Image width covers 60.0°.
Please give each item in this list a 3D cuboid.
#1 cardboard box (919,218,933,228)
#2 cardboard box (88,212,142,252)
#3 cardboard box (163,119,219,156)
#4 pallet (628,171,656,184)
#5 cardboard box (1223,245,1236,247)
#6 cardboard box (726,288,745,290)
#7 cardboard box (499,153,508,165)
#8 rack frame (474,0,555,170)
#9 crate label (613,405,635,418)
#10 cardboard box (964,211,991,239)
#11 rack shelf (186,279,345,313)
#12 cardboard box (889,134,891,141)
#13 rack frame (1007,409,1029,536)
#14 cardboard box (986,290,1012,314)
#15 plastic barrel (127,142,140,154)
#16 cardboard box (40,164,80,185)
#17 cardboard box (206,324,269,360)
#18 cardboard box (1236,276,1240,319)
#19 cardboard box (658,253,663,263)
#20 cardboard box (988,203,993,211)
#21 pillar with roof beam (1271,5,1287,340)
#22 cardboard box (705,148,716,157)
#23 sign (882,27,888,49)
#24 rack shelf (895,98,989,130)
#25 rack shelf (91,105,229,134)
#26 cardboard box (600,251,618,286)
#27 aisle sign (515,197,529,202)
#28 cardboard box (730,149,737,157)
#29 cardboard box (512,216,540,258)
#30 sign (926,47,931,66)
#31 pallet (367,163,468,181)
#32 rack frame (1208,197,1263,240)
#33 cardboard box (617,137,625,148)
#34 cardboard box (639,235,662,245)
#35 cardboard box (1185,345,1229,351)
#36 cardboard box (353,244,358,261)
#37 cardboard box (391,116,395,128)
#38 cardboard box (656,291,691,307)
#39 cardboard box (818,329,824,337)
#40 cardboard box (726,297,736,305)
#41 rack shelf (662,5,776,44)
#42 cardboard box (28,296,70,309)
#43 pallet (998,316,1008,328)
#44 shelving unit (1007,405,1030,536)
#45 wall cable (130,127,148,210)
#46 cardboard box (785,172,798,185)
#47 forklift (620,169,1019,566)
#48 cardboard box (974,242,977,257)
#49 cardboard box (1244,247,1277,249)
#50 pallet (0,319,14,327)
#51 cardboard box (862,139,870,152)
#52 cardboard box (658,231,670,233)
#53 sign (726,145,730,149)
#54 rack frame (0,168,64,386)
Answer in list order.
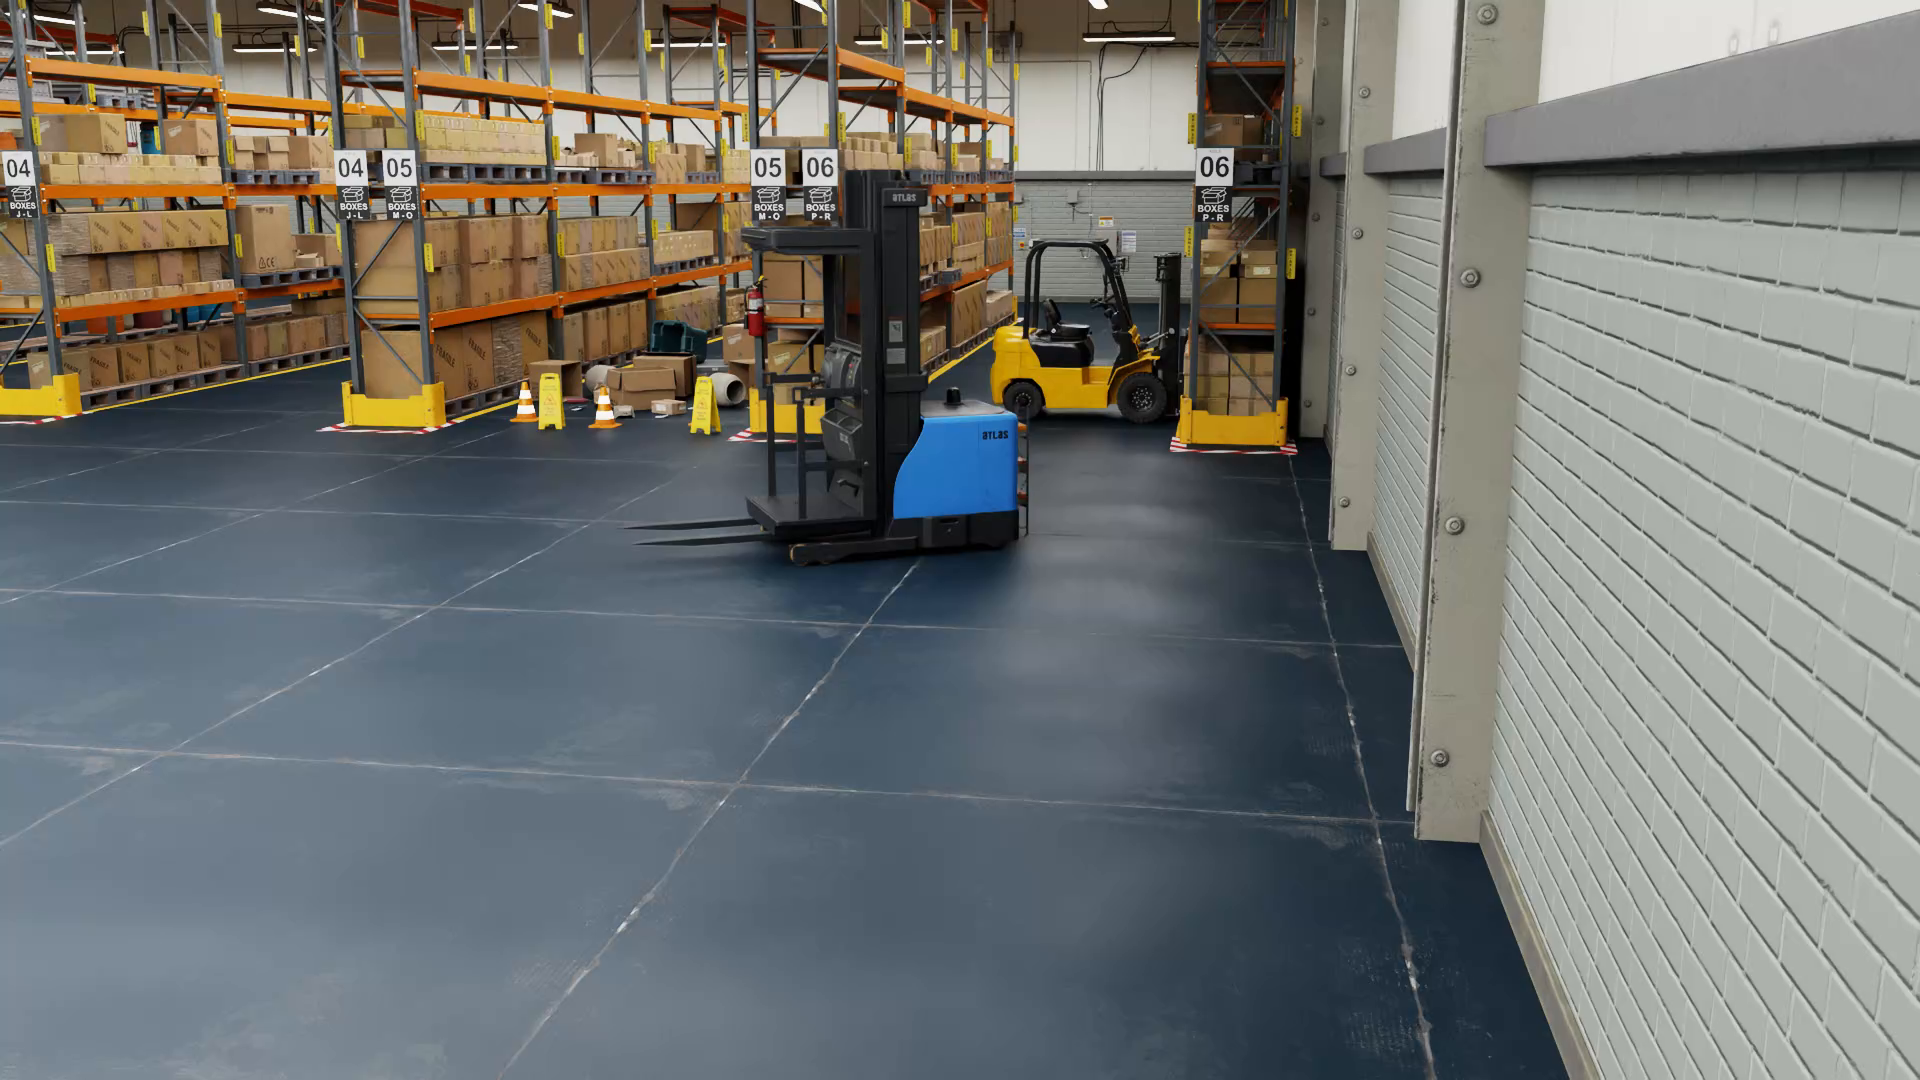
[{"bbox_3d":[-0.602,-4.755,24.955,0.380,0.149,0.250,1,12,6],"label":"cardboard box"},{"bbox_3d":[-11.138,-4.040,21.803,0.500,0.500,0.500,2,12,9],"label":"cardboard box"},{"bbox_3d":[-10.853,-5.679,23.475,0.500,0.500,0.500,2,12,7],"label":"cardboard box"},{"bbox_3d":[-5.582,-5.765,26.453,1.213,0.211,1.003,2,12,11],"label":"pallet"},{"bbox_3d":[3.123,-3.474,20.012,0.380,0.149,0.250,2,12,9],"label":"cardboard box"},{"bbox_3d":[-4.721,-5.197,34.845,0.380,0.149,0.250,1,12,6],"label":"cardboard box"},{"bbox_3d":[-6.085,-4.941,21.540,0.380,0.149,0.250,2,12,8],"label":"cardboard box"},{"bbox_3d":[-6.151,-6.627,22.883,1.000,3.000,0.127,2,12,9],"label":"rack frame"},{"bbox_3d":[-4.157,-1.585,20.523,0.250,0.136,0.298,-5,13,-21],"label":"crate label"},{"bbox_3d":[0.299,-5.849,30.904,0.500,0.500,0.500,2,12,9],"label":"cardboard box"},{"bbox_3d":[-10.728,-3.941,26.366,1.077,0.370,4.000,2,12,9],"label":"rack shelf"},{"bbox_3d":[-1.146,-5.736,24.040,0.500,0.250,0.500,2,12,10],"label":"cardboard box"},{"bbox_3d":[0.464,-0.541,13.512,0.200,1.050,0.008,-4,13,-20],"label":"rack frame"},{"bbox_3d":[0.599,-4.865,34.033,0.875,0.438,0.875,1,12,7],"label":"cardboard box"},{"bbox_3d":[-15.191,-6.981,30.328,0.433,0.535,0.433,0,12,0],"label":"plastic barrel"},{"bbox_3d":[-11.322,-4.528,20.621,0.500,0.250,0.500,2,12,10],"label":"cardboard box"},{"bbox_3d":[-10.920,-2.996,25.166,0.700,0.500,0.500,1,12,4],"label":"cardboard box"},{"bbox_3d":[3.455,-2.814,19.195,0.500,0.500,0.500,2,12,10],"label":"cardboard box"},{"bbox_3d":[-5.226,-4.752,28.022,0.380,0.149,0.250,2,12,11],"label":"cardboard box"},{"bbox_3d":[0.411,-6.291,31.412,0.380,0.149,0.250,2,12,8],"label":"cardboard box"},{"bbox_3d":[1.636,-8.248,30.406,9.100,9.000,0.548,2,12,9],"label":"pillar with roof beam"},{"bbox_3d":[-4.636,-7.245,31.093,0.380,0.149,0.250,2,12,8],"label":"cardboard box"},{"bbox_3d":[-1.178,-7.872,26.065,0.100,0.325,0.005,2,12,9],"label":"sign"},{"bbox_3d":[-0.321,-7.189,28.150,1.077,0.370,4.000,2,12,9],"label":"rack shelf"},{"bbox_3d":[-15.007,-7.671,30.385,1.077,0.370,4.000,2,12,9],"label":"rack shelf"},{"bbox_3d":[-5.569,-4.159,25.433,0.500,0.500,0.500,2,12,10],"label":"cardboard box"},{"bbox_3d":[-9.476,-7.670,35.791,0.394,0.787,0.004,2,12,9],"label":"aisle sign"},{"bbox_3d":[-4.494,-7.407,31.846,0.380,0.149,0.250,2,12,7],"label":"cardboard box"},{"bbox_3d":[-6.211,-4.102,22.486,0.875,0.550,0.550,2,12,9],"label":"cardboard box"},{"bbox_3d":[-0.558,-8.710,29.956,0.100,0.325,0.005,2,12,9],"label":"sign"},{"bbox_3d":[-6.662,-4.439,20.063,1.003,0.211,1.213,2,12,9],"label":"pallet"},{"bbox_3d":[4.892,-5.060,29.854,1.000,3.000,0.127,2,12,9],"label":"rack frame"},{"bbox_3d":[-5.730,-6.509,27.402,0.396,0.266,0.258,2,12,9],"label":"cardboard box"},{"bbox_3d":[-5.234,-5.046,27.976,0.380,0.149,0.250,2,12,7],"label":"cardboard box"},{"bbox_3d":[2.881,-2.125,19.388,0.500,0.250,0.500,2,12,10],"label":"cardboard box"},{"bbox_3d":[-10.077,-4.850,28.640,0.500,0.500,0.500,2,12,10],"label":"cardboard box"},{"bbox_3d":[-6.970,-5.036,20.088,0.380,0.149,0.250,2,12,10],"label":"cardboard box"},{"bbox_3d":[-5.023,-4.221,29.115,0.500,0.250,0.500,2,12,9],"label":"cardboard box"},{"bbox_3d":[-1.919,-2.628,20.778,0.380,0.149,0.250,2,12,11],"label":"cardboard box"},{"bbox_3d":[-4.571,-4.637,32.247,0.380,0.149,0.250,2,12,8],"label":"cardboard box"},{"bbox_3d":[-4.613,-9.982,32.268,1.077,0.370,4.000,2,12,9],"label":"rack shelf"},{"bbox_3d":[-11.372,-2.972,20.761,0.380,0.149,0.250,2,12,9],"label":"cardboard box"},{"bbox_3d":[0.366,-4.268,32.795,1.003,0.211,1.213,2,12,9],"label":"pallet"},{"bbox_3d":[0.422,-0.565,13.623,0.215,1.050,0.252,-4,13,-20],"label":"shelving unit"},{"bbox_3d":[-22.651,-9.436,43.289,3.097,2.526,0.112,2,12,9],"label":"wall cable"},{"bbox_3d":[-2.081,-4.149,19.102,0.380,0.149,0.250,2,12,9],"label":"cardboard box"},{"bbox_3d":[-1.105,-1.361,12.851,3.031,2.935,1.130,-4,13,-19],"label":"forklift"},{"bbox_3d":[0.016,-5.079,29.112,0.500,0.250,0.500,2,12,10],"label":"cardboard box"},{"bbox_3d":[3.462,-3.296,19.186,0.380,0.149,0.250,2,12,9],"label":"cardboard box"},{"bbox_3d":[-19.681,-4.329,33.082,1.003,0.211,1.213,2,12,9],"label":"pallet"},{"bbox_3d":[-1.304,-4.782,20.147,0.380,0.149,0.250,2,12,10],"label":"cardboard box"},{"bbox_3d":[-5.514,-5.554,30.334,0.380,0.149,0.250,2,12,9],"label":"cardboard box"},{"bbox_3d":[-4.841,-8.103,34.780,0.100,0.325,0.005,2,12,9],"label":"sign"},{"bbox_3d":[-11.651,-3.043,20.495,1.000,3.000,0.127,2,12,9],"label":"rack frame"}]
